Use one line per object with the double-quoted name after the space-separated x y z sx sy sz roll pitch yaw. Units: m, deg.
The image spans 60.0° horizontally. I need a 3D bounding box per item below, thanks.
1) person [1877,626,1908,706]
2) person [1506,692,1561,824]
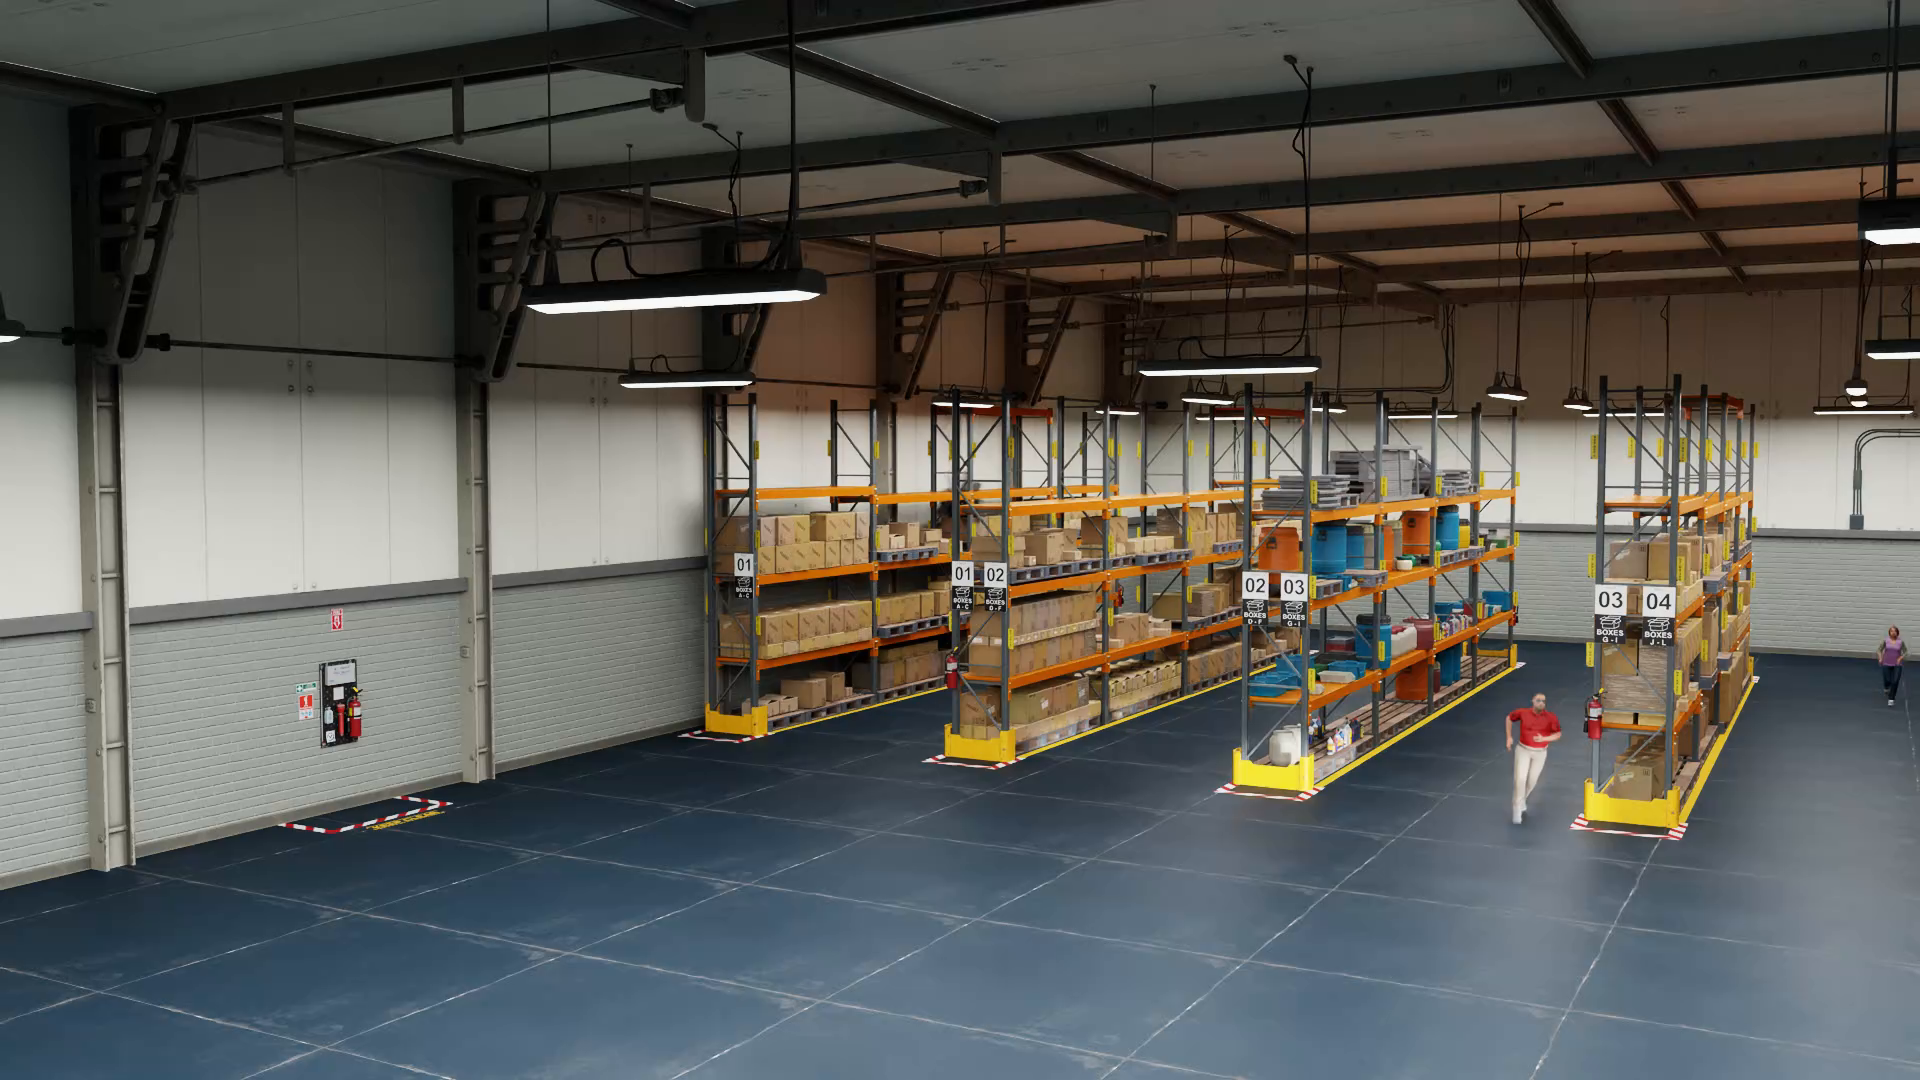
18.310 2.468 32.662 0.541 1.555 0.543 2 4 30 "person"
7.795 2.957 22.627 0.689 1.790 0.852 0 3 9 "person"
